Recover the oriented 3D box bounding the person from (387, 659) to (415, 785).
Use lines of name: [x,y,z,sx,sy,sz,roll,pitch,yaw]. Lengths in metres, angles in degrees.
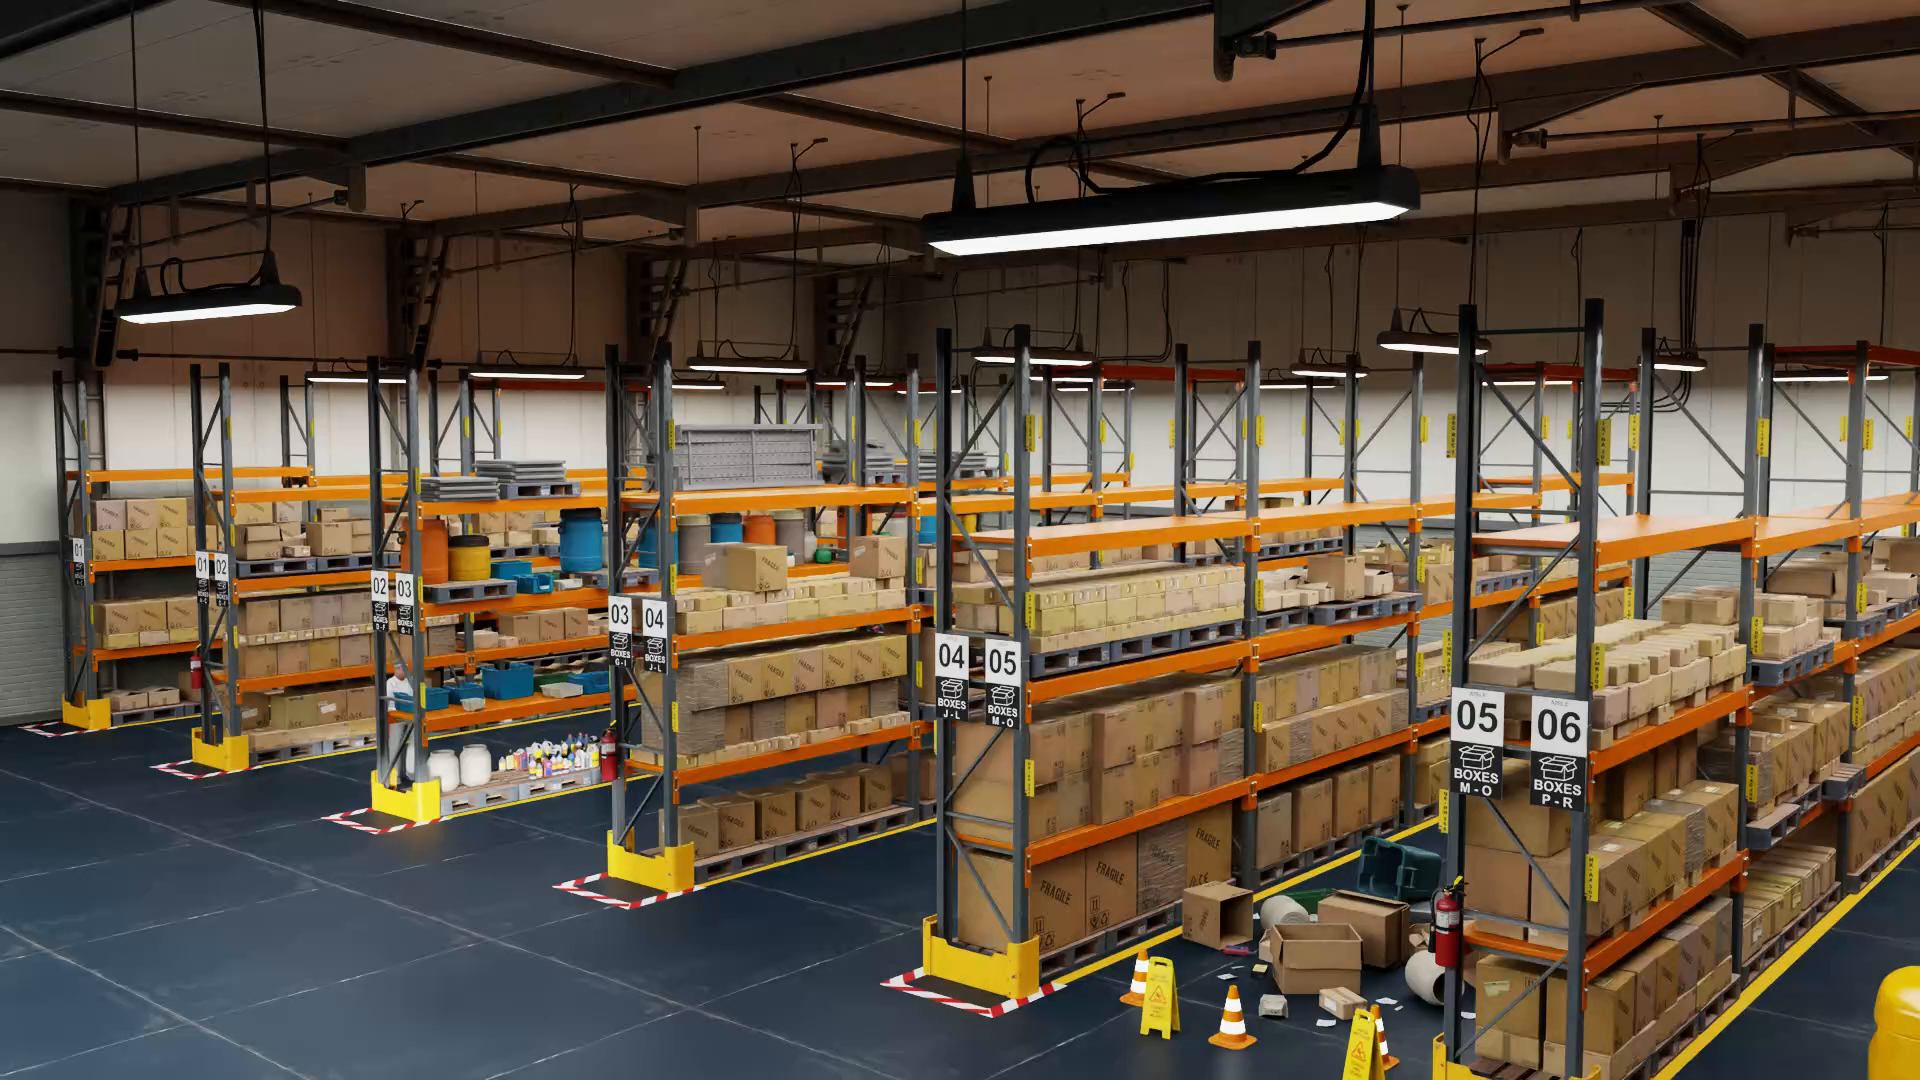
person: [-7.979,2.619,23.768,0.418,1.859,0.614,3,5,40]
